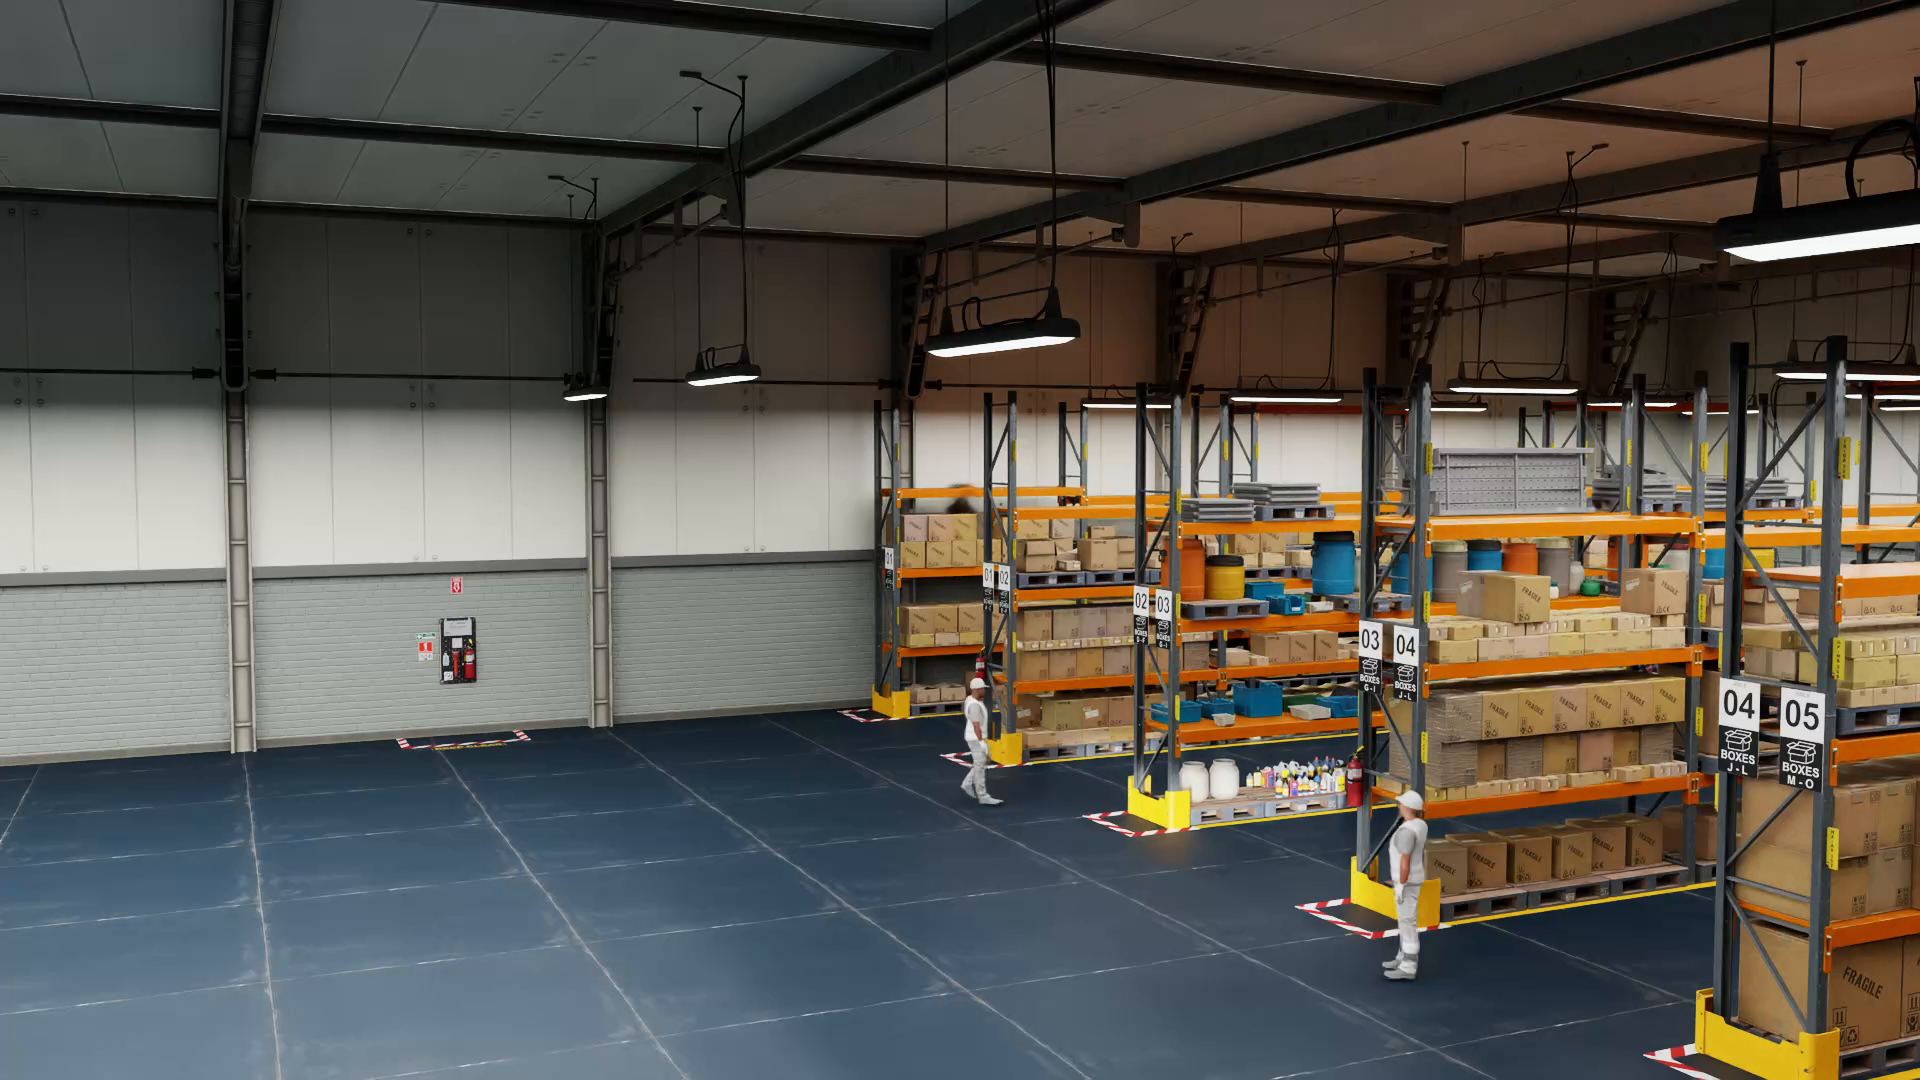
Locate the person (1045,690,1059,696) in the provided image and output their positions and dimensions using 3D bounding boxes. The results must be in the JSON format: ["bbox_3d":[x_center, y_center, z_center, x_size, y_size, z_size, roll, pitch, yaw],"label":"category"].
[{"bbox_3d":[1.803,2.570,29.822,0.583,1.778,0.588,1,3,17],"label":"person"}]

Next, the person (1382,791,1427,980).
[{"bbox_3d":[4.319,3.316,16.124,0.406,1.794,0.593,1,3,12],"label":"person"}]

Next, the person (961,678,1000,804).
[{"bbox_3d":[0.296,2.870,23.900,0.591,1.781,0.682,0,3,4],"label":"person"}]
